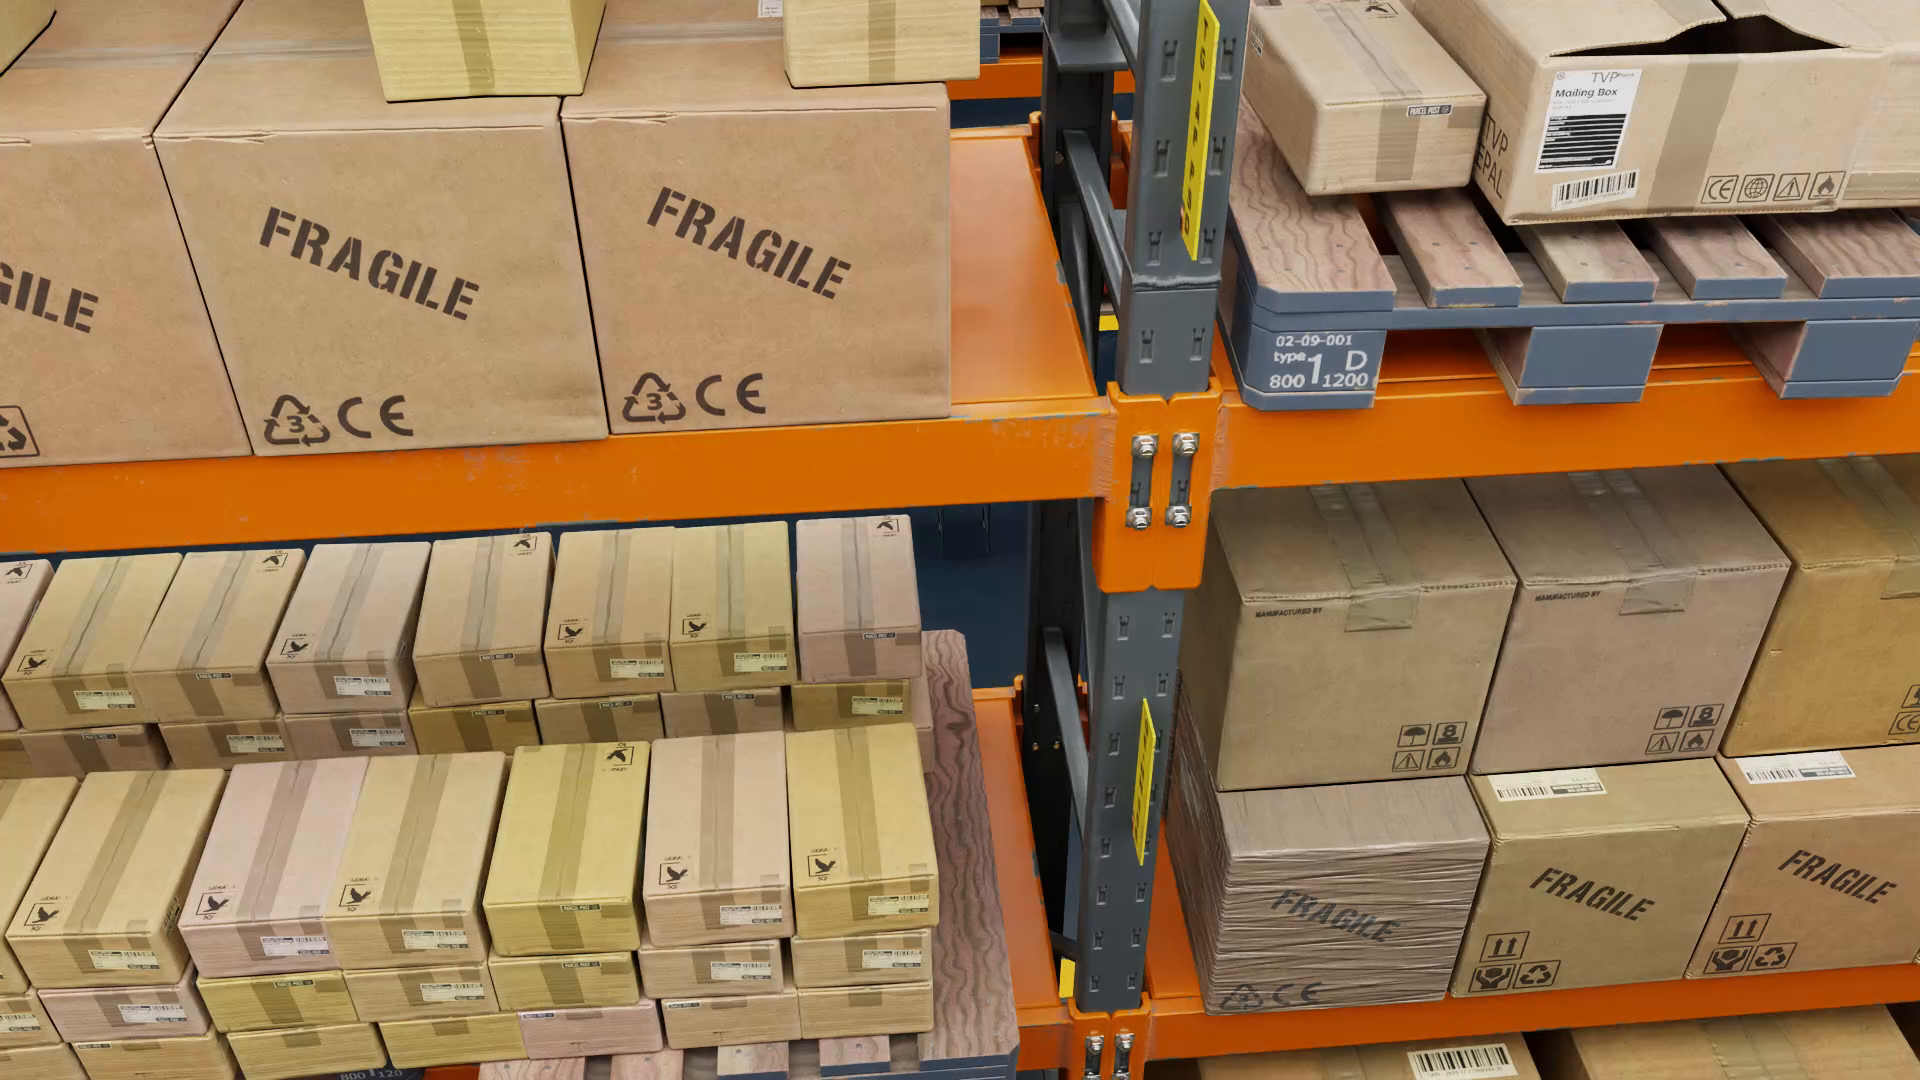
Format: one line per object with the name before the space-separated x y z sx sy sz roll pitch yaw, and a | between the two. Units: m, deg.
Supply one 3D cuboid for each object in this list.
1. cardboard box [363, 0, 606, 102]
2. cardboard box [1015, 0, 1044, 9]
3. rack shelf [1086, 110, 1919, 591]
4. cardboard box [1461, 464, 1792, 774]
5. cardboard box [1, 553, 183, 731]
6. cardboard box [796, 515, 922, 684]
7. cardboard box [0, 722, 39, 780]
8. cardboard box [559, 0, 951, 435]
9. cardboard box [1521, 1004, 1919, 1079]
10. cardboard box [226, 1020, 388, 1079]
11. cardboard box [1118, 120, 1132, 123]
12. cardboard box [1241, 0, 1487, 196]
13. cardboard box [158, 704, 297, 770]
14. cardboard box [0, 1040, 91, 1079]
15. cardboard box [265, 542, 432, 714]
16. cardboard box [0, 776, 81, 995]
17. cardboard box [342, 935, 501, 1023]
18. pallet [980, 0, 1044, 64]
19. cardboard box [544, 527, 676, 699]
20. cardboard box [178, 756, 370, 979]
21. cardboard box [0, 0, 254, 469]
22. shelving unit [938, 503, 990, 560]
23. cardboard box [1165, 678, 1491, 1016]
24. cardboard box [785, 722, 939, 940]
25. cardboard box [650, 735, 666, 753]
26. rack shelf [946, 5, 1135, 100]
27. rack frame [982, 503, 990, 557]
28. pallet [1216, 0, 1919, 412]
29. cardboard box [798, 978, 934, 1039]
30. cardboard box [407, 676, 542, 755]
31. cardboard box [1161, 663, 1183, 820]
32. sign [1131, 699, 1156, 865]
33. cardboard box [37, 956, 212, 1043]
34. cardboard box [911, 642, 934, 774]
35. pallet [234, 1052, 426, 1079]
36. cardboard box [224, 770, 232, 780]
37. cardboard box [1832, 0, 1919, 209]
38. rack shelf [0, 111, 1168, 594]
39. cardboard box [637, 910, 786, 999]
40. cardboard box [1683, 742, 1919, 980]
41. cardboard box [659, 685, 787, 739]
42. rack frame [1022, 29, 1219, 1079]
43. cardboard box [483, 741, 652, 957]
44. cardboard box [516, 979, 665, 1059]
cardboard box | -0.626 -0.782 2.199 0.258 0.266 0.396 -3 38 -4
cardboard box | 0.349 -2.497 7.357 0.250 0.149 0.380 -5 39 -7
rack shelf | 2.255 -0.489 3.108 4.000 0.370 1.077 -3 38 -4
cardboard box | 1.215 0.037 3.394 0.500 0.500 0.700 -4 38 -5
cardboard box | -1.772 0.206 3.451 0.250 0.149 0.380 -4 38 -5
cardboard box | -0.219 0.122 3.558 0.250 0.149 0.380 -3 38 -4
cardboard box | -2.030 0.334 3.529 0.250 0.149 0.380 -3 38 -4
cardboard box | -0.283 -0.513 2.477 0.500 0.500 0.500 -3 38 -4
cardboard box | 1.748 1.206 4.277 0.750 0.750 1.050 -3 38 -3
cardboard box | -1.208 0.814 3.161 0.250 0.149 0.380 -5 39 -6
cardboard box | 1.022 -1.737 8.312 0.625 0.372 0.950 -4 38 -5
cardboard box | 0.610 -0.687 2.561 0.250 0.149 0.380 -5 39 -6
cardboard box | -1.519 0.307 3.563 0.250 0.149 0.380 -3 38 -4
cardboard box | -1.737 0.844 3.122 0.250 0.149 0.380 -5 39 -6
cardboard box | -1.260 0.179 3.485 0.250 0.149 0.380 -1 38 -2
cardboard box | -1.732 0.609 2.940 0.250 0.149 0.380 -2 38 -3
cardboard box | -0.966 0.686 3.083 0.250 0.149 0.380 -3 38 -4
pallet | 0.424 -2.563 7.731 1.003 0.211 1.213 -3 38 -4
cardboard box | -0.727 0.149 3.524 0.250 0.149 0.380 -3 38 -4
cardboard box | -1.202 0.579 2.978 0.250 0.149 0.380 -3 38 -4
cardboard box | -1.279 -0.453 2.400 0.500 0.500 0.500 -3 38 -4
shelving unit | 0.014 -0.472 6.379 0.189 1.200 0.258 -3 38 -4
cardboard box | 0.734 0.618 3.464 0.500 0.500 0.500 -3 38 -3
cardboard box | -0.185 0.525 3.046 0.250 0.149 0.380 -5 39 -6
cardboard box | -0.737 0.379 3.712 0.250 0.149 0.380 -1 38 -2
rack shelf | 1.716 -2.360 7.901 4.000 0.370 1.077 -3 38 -4
rack frame | 0.106 -0.477 6.386 0.006 1.200 0.240 -3 38 -4
pallet | 0.900 -0.656 2.891 1.003 0.211 1.213 -1 38 -2
cardboard box | -0.188 0.760 3.229 0.250 0.149 0.380 -3 38 -3
cardboard box | -1.023 0.282 3.595 0.250 0.149 0.380 -3 38 -4
cardboard box | 0.688 0.286 3.885 0.500 0.500 0.500 -3 38 -4
sign | 0.320 0.426 2.917 0.005 0.325 0.100 -3 38 -4
cardboard box | -1.473 0.713 3.049 0.250 0.149 0.380 -2 38 -3
cardboard box | -0.201 0.349 3.750 0.250 0.149 0.380 -4 38 -5
pallet | -1.705 0.725 3.565 1.213 0.211 1.003 -3 38 -4
cardboard box | -1.521 0.423 3.656 0.250 0.149 0.380 -3 38 -3
cardboard box | 1.502 -0.739 2.545 0.500 0.250 0.500 -2 38 -3
rack shelf | -1.729 -0.270 2.830 4.000 0.370 1.077 -3 38 -4
cardboard box | -0.455 0.656 3.120 0.250 0.149 0.380 -2 38 -2
cardboard box | 1.743 0.561 3.537 0.500 0.500 0.500 -3 38 -4
cardboard box | -0.506 0.251 3.634 0.250 0.149 0.380 -1 38 -2
rack frame | 0.263 0.515 3.675 0.127 3.000 1.000 -3 38 -4
cardboard box | -0.696 0.552 3.012 0.250 0.149 0.380 -2 38 -3
cardboard box | -0.691 0.787 3.195 0.250 0.149 0.380 -3 38 -3
